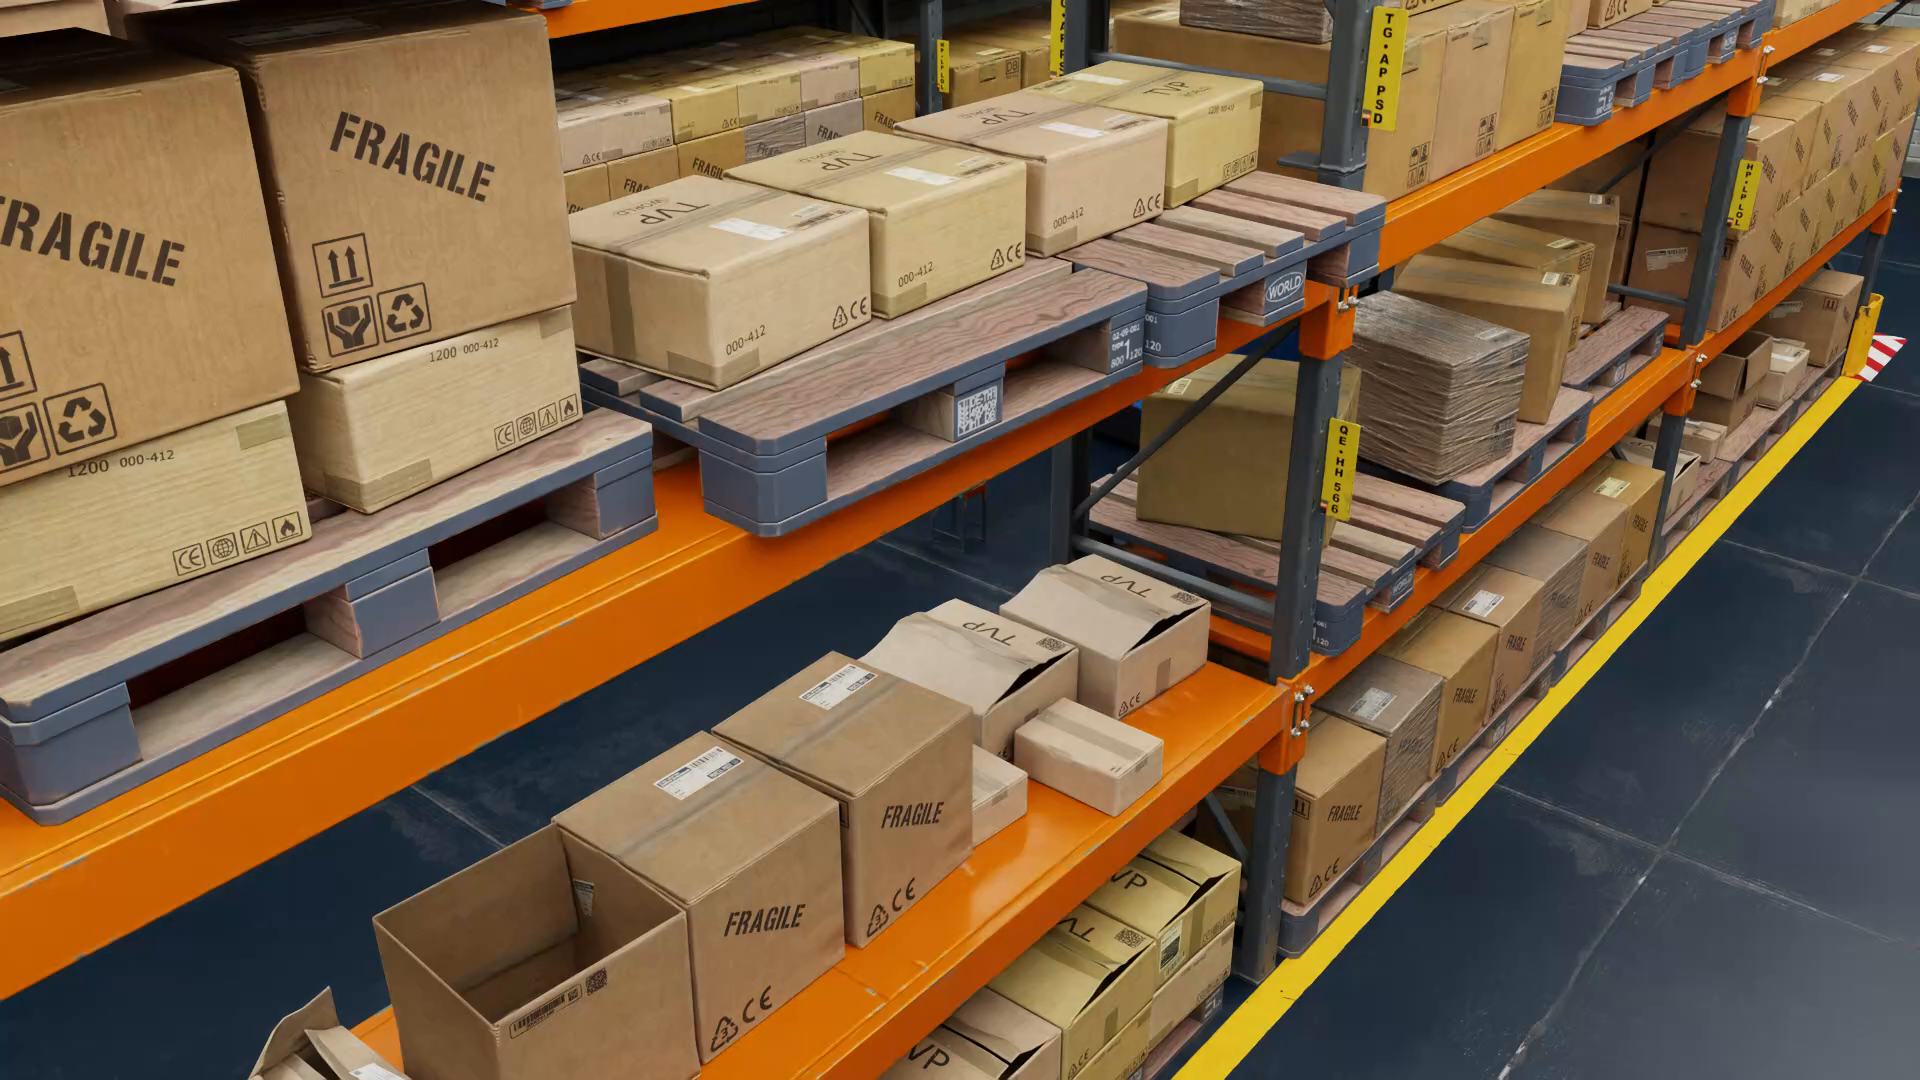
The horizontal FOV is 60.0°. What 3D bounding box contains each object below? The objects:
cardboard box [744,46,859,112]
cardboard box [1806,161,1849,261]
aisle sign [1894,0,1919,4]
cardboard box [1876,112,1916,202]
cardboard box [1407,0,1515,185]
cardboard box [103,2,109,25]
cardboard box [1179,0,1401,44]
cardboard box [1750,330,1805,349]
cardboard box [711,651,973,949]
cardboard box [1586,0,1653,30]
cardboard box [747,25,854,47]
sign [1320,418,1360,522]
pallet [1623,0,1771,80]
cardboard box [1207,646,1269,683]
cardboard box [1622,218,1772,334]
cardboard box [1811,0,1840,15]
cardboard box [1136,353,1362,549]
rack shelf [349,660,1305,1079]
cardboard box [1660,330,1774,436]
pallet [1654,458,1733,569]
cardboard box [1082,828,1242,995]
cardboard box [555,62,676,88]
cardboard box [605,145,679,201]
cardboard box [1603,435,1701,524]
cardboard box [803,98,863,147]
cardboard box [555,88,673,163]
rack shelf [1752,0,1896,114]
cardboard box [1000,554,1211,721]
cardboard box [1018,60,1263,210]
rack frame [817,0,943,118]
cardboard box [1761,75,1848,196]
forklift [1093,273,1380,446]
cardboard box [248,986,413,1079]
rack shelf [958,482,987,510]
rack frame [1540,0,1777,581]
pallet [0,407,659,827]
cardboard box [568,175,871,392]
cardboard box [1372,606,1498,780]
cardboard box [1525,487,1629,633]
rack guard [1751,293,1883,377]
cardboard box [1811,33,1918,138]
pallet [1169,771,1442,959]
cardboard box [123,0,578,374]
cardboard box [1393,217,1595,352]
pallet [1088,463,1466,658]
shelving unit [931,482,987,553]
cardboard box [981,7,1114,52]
[{"bbox_3d":[-0.969,-2.827,10.180,0.500,0.250,0.500,22,34,35],"label":"cardboard box"},{"bbox_3d":[4.788,-1.966,9.678,0.500,0.500,0.500,20,34,34],"label":"cardboard box"},{"bbox_3d":[6.113,-3.789,10.480,0.394,0.787,0.004,21,34,34],"label":"aisle sign"},{"bbox_3d":[5.758,-2.505,10.720,0.500,0.500,0.500,22,35,36],"label":"cardboard box"},{"bbox_3d":[1.320,-1.585,5.676,0.910,0.500,0.500,21,34,34],"label":"cardboard box"},{"bbox_3d":[-3.716,-2.507,7.436,0.500,0.500,0.500,21,34,34],"label":"cardboard box"},{"bbox_3d":[1.027,-1.836,5.074,0.500,0.500,0.500,21,34,34],"label":"cardboard box"},{"bbox_3d":[5.350,-1.254,11.015,0.380,0.166,0.250,21,34,34],"label":"cardboard box"},{"bbox_3d":[-0.310,0.692,4.538,0.500,0.500,0.500,19,33,32],"label":"cardboard box"},{"bbox_3d":[2.504,-2.488,6.856,0.600,0.600,0.600,20,34,34],"label":"cardboard box"},{"bbox_3d":[-1.030,-3.159,10.822,0.500,0.250,0.500,22,35,36],"label":"cardboard box"},{"bbox_3d":[1.175,-0.216,5.143,0.100,0.325,0.005,21,34,34],"label":"sign"},{"bbox_3d":[2.820,-2.319,7.408,1.213,0.211,1.003,21,34,34],"label":"pallet"},{"bbox_3d":[1.191,0.297,6.836,0.500,0.250,0.500,22,35,36],"label":"cardboard box"},{"bbox_3d":[3.823,-1.427,8.634,0.500,0.500,0.500,22,34,36],"label":"cardboard box"},{"bbox_3d":[4.110,-2.823,8.341,0.500,0.250,0.500,21,34,34],"label":"cardboard box"},{"bbox_3d":[1.058,-0.350,6.096,0.700,0.500,0.500,10,29,18],"label":"cardboard box"},{"bbox_3d":[-0.528,1.166,4.515,1.077,0.370,4.000,21,34,34],"label":"rack shelf"},{"bbox_3d":[4.480,-1.035,10.225,0.797,0.503,0.637,21,34,34],"label":"cardboard box"},{"bbox_3d":[3.726,-0.286,9.573,1.003,0.211,1.213,21,34,34],"label":"pallet"},{"bbox_3d":[0.601,1.180,5.629,0.500,0.311,0.500,22,34,36],"label":"cardboard box"},{"bbox_3d":[-2.008,-2.609,9.758,0.500,0.250,0.500,20,33,33],"label":"cardboard box"},{"bbox_3d":[-1.917,-1.951,9.302,0.500,0.500,0.500,21,34,34],"label":"cardboard box"},{"bbox_3d":[3.722,-0.368,9.144,0.500,0.311,0.500,21,34,34],"label":"cardboard box"},{"bbox_3d":[-0.952,-2.492,10.348,0.500,0.500,0.500,21,34,35],"label":"cardboard box"},{"bbox_3d":[-1.937,-2.283,9.127,0.500,0.250,0.500,21,34,35],"label":"cardboard box"},{"bbox_3d":[4.561,-3.003,9.309,1.077,0.370,4.000,21,34,34],"label":"rack shelf"},{"bbox_3d":[0.479,0.293,5.516,0.500,0.311,0.500,23,35,37],"label":"cardboard box"},{"bbox_3d":[0.499,-1.138,4.626,0.500,0.250,0.500,18,32,31],"label":"cardboard box"},{"bbox_3d":[-0.536,-2.728,11.258,1.000,3.000,0.127,21,34,34],"label":"rack frame"},{"bbox_3d":[4.460,-2.220,9.079,0.500,0.500,0.500,20,33,33],"label":"cardboard box"},{"bbox_3d":[2.130,-2.322,10.549,1.130,2.935,3.031,23,35,37],"label":"forklift"},{"bbox_3d":[-1.383,1.250,3.716,0.396,0.266,0.258,20,33,33],"label":"cardboard box"},{"bbox_3d":[-0.009,-0.275,9.095,0.258,0.103,0.180,21,34,34],"label":"rack shelf"},{"bbox_3d":[3.288,-1.281,8.462,1.000,3.000,0.127,21,34,34],"label":"rack frame"},{"bbox_3d":[-1.249,-0.009,2.946,0.805,0.209,1.217,19,33,32],"label":"pallet"},{"bbox_3d":[-0.537,-0.557,3.504,0.500,0.250,0.500,18,32,30],"label":"cardboard box"},{"bbox_3d":[1.906,0.610,7.047,0.500,0.500,0.500,20,34,34],"label":"cardboard box"},{"bbox_3d":[2.875,0.065,8.101,0.500,0.500,0.500,21,34,35],"label":"cardboard box"},{"bbox_3d":[5.784,-1.562,11.726,1.175,0.500,0.348,21,34,34],"label":"rack guard"},{"bbox_3d":[5.441,-2.770,10.143,0.500,0.500,0.500,22,34,36],"label":"cardboard box"},{"bbox_3d":[1.248,1.122,6.851,1.003,0.211,1.213,21,34,34],"label":"pallet"},{"bbox_3d":[-1.033,-0.646,2.859,0.500,0.500,0.500,-25,36,-39],"label":"cardboard box"},{"bbox_3d":[2.426,-1.147,7.637,0.500,0.500,0.700,-22,35,-36],"label":"cardboard box"},{"bbox_3d":[1.121,-0.038,6.269,1.213,0.211,1.003,21,34,34],"label":"pallet"},{"bbox_3d":[-0.009,-0.528,8.964,0.258,1.200,0.189,21,34,34],"label":"shelving unit"},{"bbox_3d":[0.745,-3.566,12.553,0.980,0.700,0.700,19,33,32],"label":"cardboard box"}]
